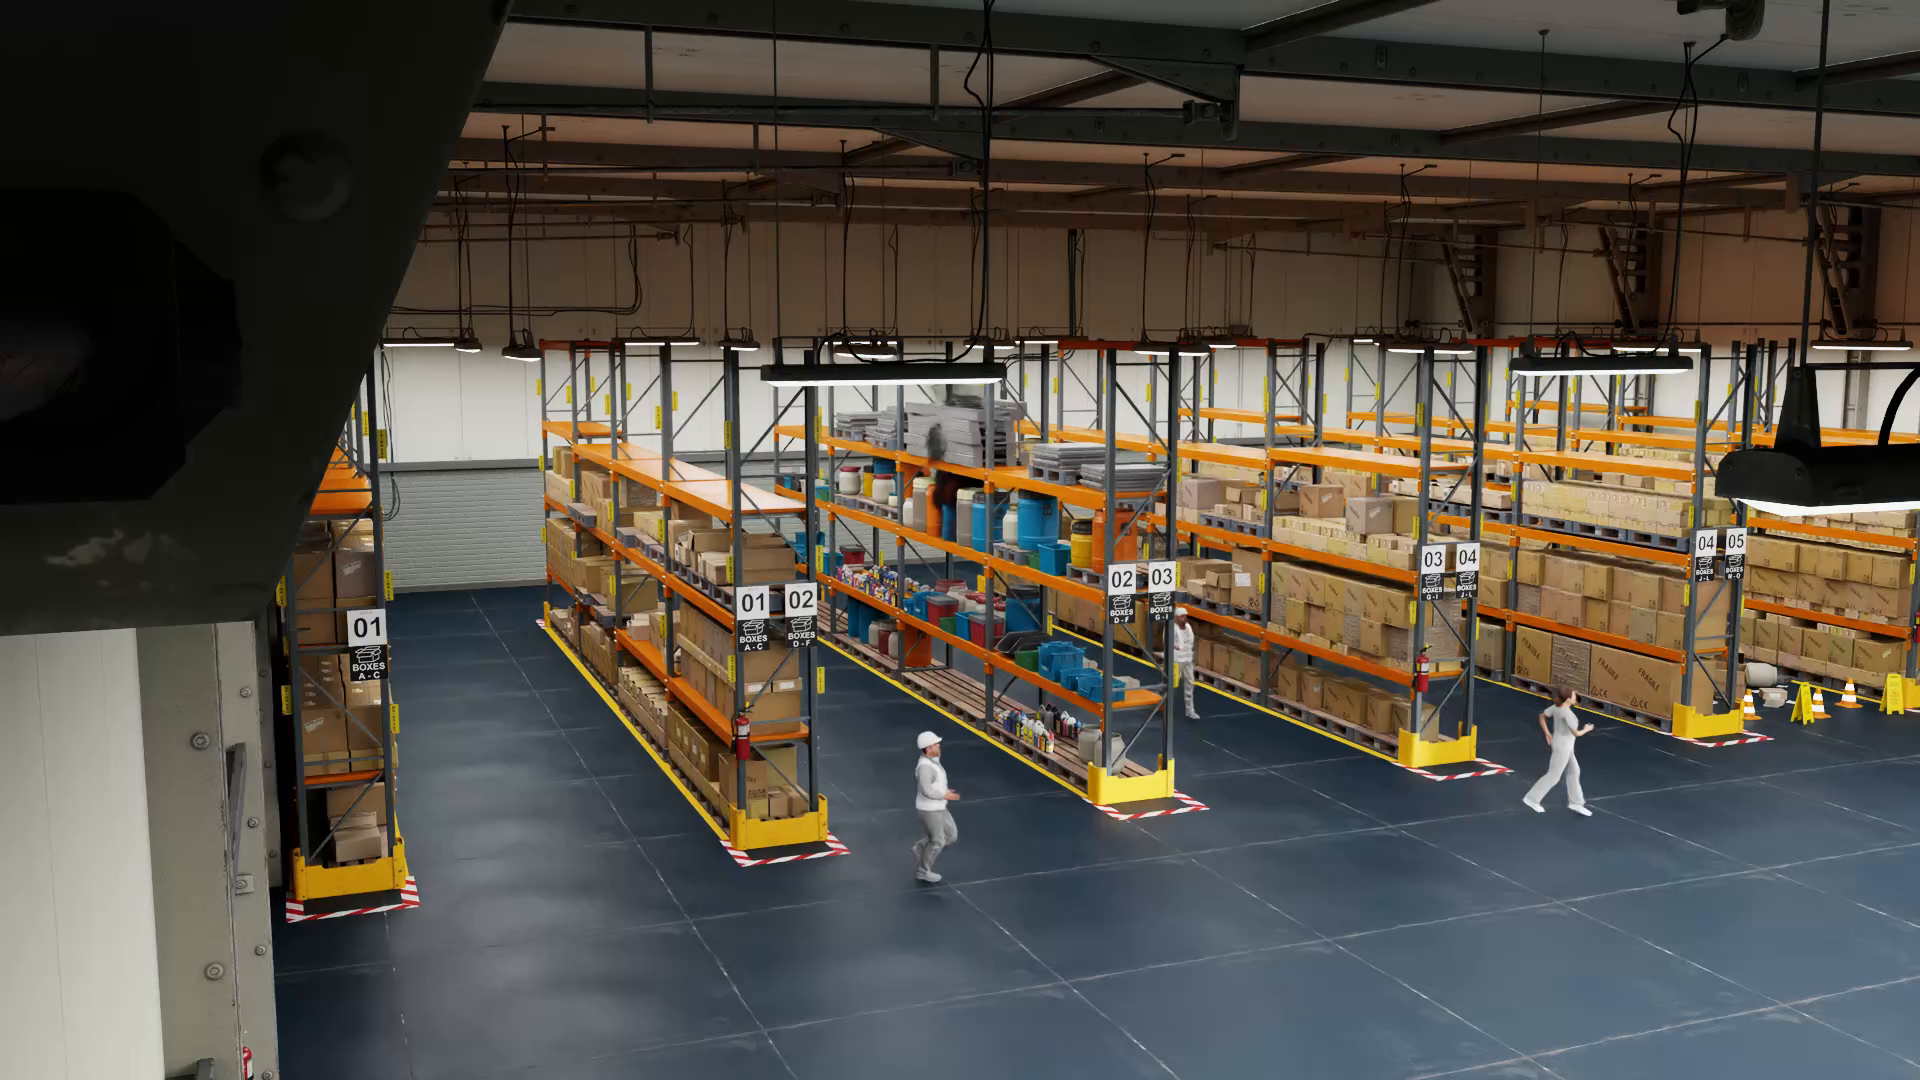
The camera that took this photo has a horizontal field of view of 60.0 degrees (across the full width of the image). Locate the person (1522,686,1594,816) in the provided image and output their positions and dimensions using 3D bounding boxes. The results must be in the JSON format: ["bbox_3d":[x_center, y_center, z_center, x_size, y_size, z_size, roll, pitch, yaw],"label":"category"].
[{"bbox_3d":[7.705,2.712,21.367,0.909,1.697,0.543,0,7,3],"label":"person"}]

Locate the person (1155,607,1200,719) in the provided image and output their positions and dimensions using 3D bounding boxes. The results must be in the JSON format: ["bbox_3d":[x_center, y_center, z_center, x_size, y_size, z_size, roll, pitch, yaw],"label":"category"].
[{"bbox_3d":[3.516,1.949,26.775,0.704,1.767,0.943,-6,9,-38],"label":"person"}]

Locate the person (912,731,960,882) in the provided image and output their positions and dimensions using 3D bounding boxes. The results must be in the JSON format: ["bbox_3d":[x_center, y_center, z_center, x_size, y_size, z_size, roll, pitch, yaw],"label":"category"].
[{"bbox_3d":[-0.279,3.024,18.920,0.569,1.730,0.653,1,7,7],"label":"person"}]
